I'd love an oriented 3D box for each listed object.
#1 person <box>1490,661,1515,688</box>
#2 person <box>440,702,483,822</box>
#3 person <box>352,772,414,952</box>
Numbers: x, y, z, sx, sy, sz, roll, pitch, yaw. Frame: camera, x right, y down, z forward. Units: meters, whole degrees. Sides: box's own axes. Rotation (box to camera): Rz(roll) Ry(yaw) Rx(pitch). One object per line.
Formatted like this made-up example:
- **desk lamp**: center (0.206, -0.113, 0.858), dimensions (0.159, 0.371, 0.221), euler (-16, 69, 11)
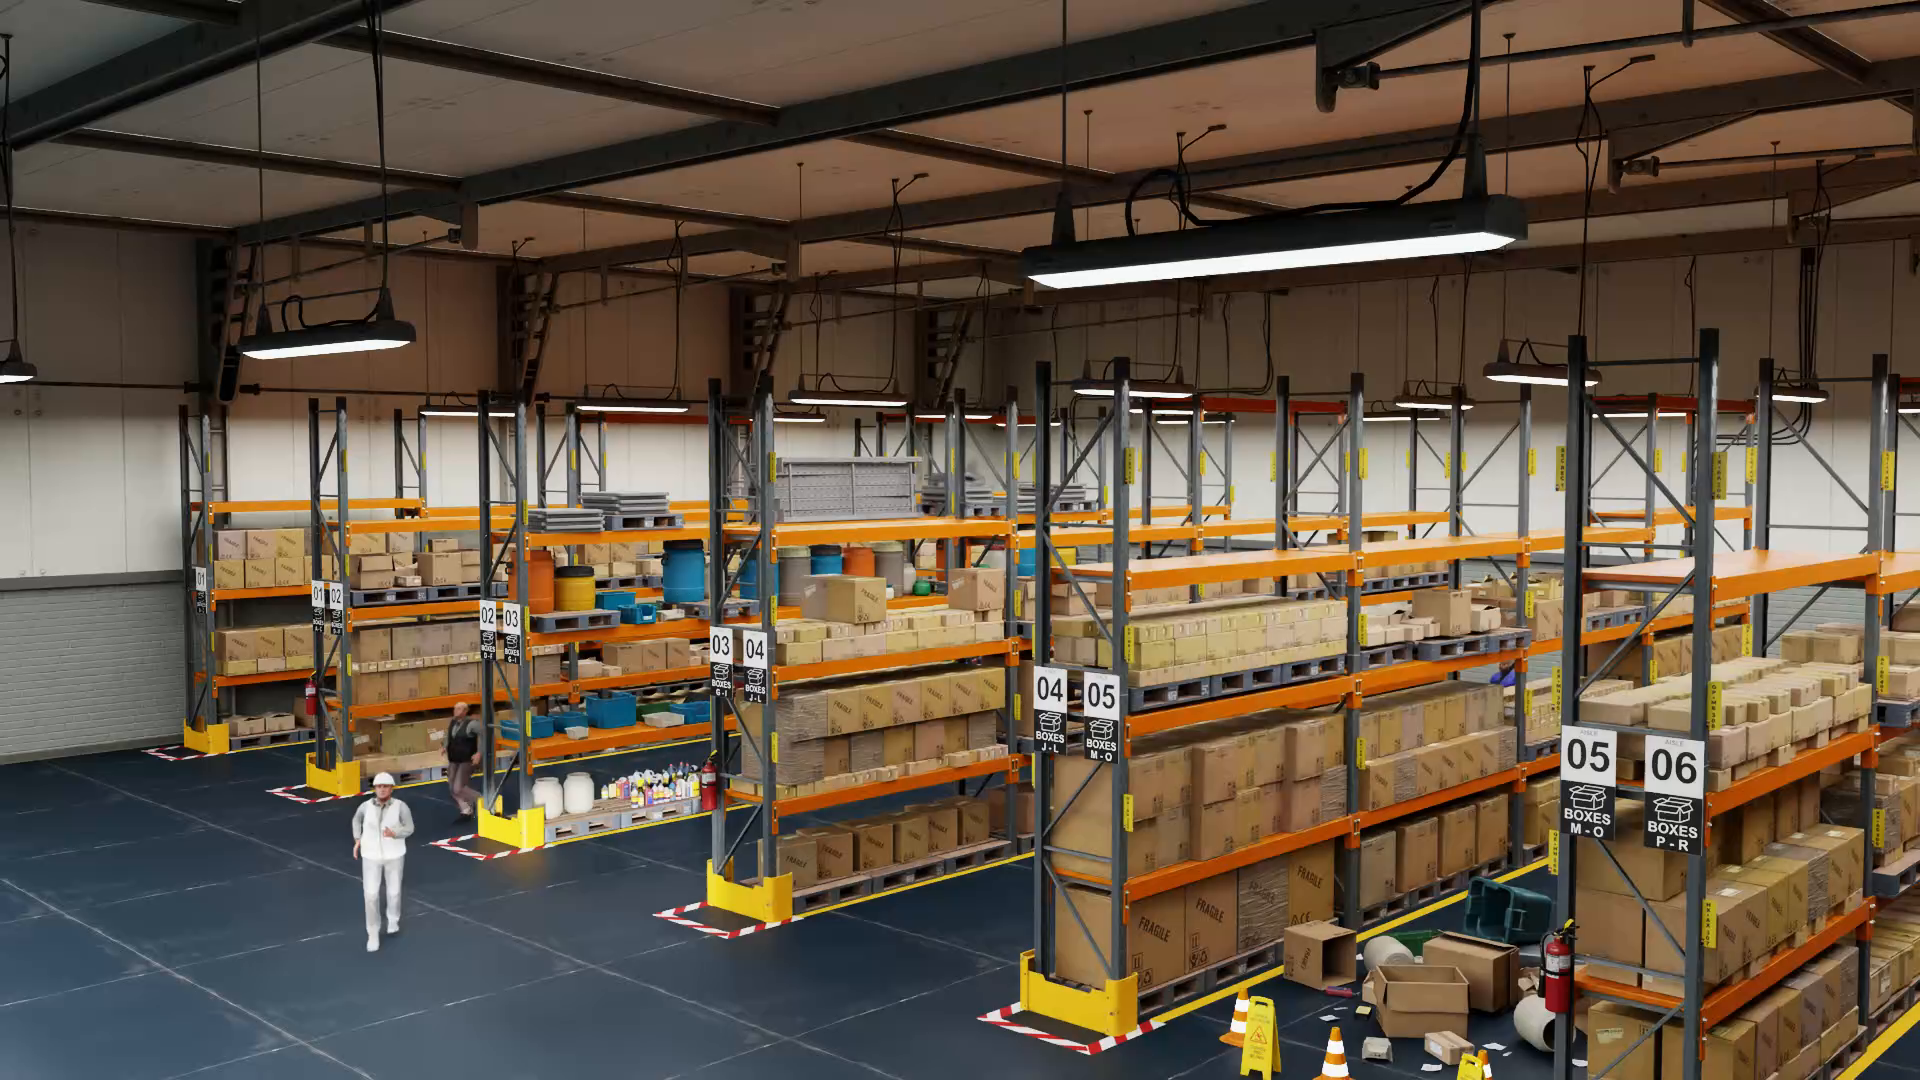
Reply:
- **person**: center (9.380, 2.846, 28.559), dimensions (0.600, 1.638, 0.902), euler (2, 4, 32)
- **person**: center (-6.953, 3.100, 23.221), dimensions (0.689, 1.685, 0.592), euler (2, 3, 28)
- **person**: center (-6.069, 3.358, 17.502), dimensions (0.630, 1.831, 0.764), euler (-1, 3, -17)
